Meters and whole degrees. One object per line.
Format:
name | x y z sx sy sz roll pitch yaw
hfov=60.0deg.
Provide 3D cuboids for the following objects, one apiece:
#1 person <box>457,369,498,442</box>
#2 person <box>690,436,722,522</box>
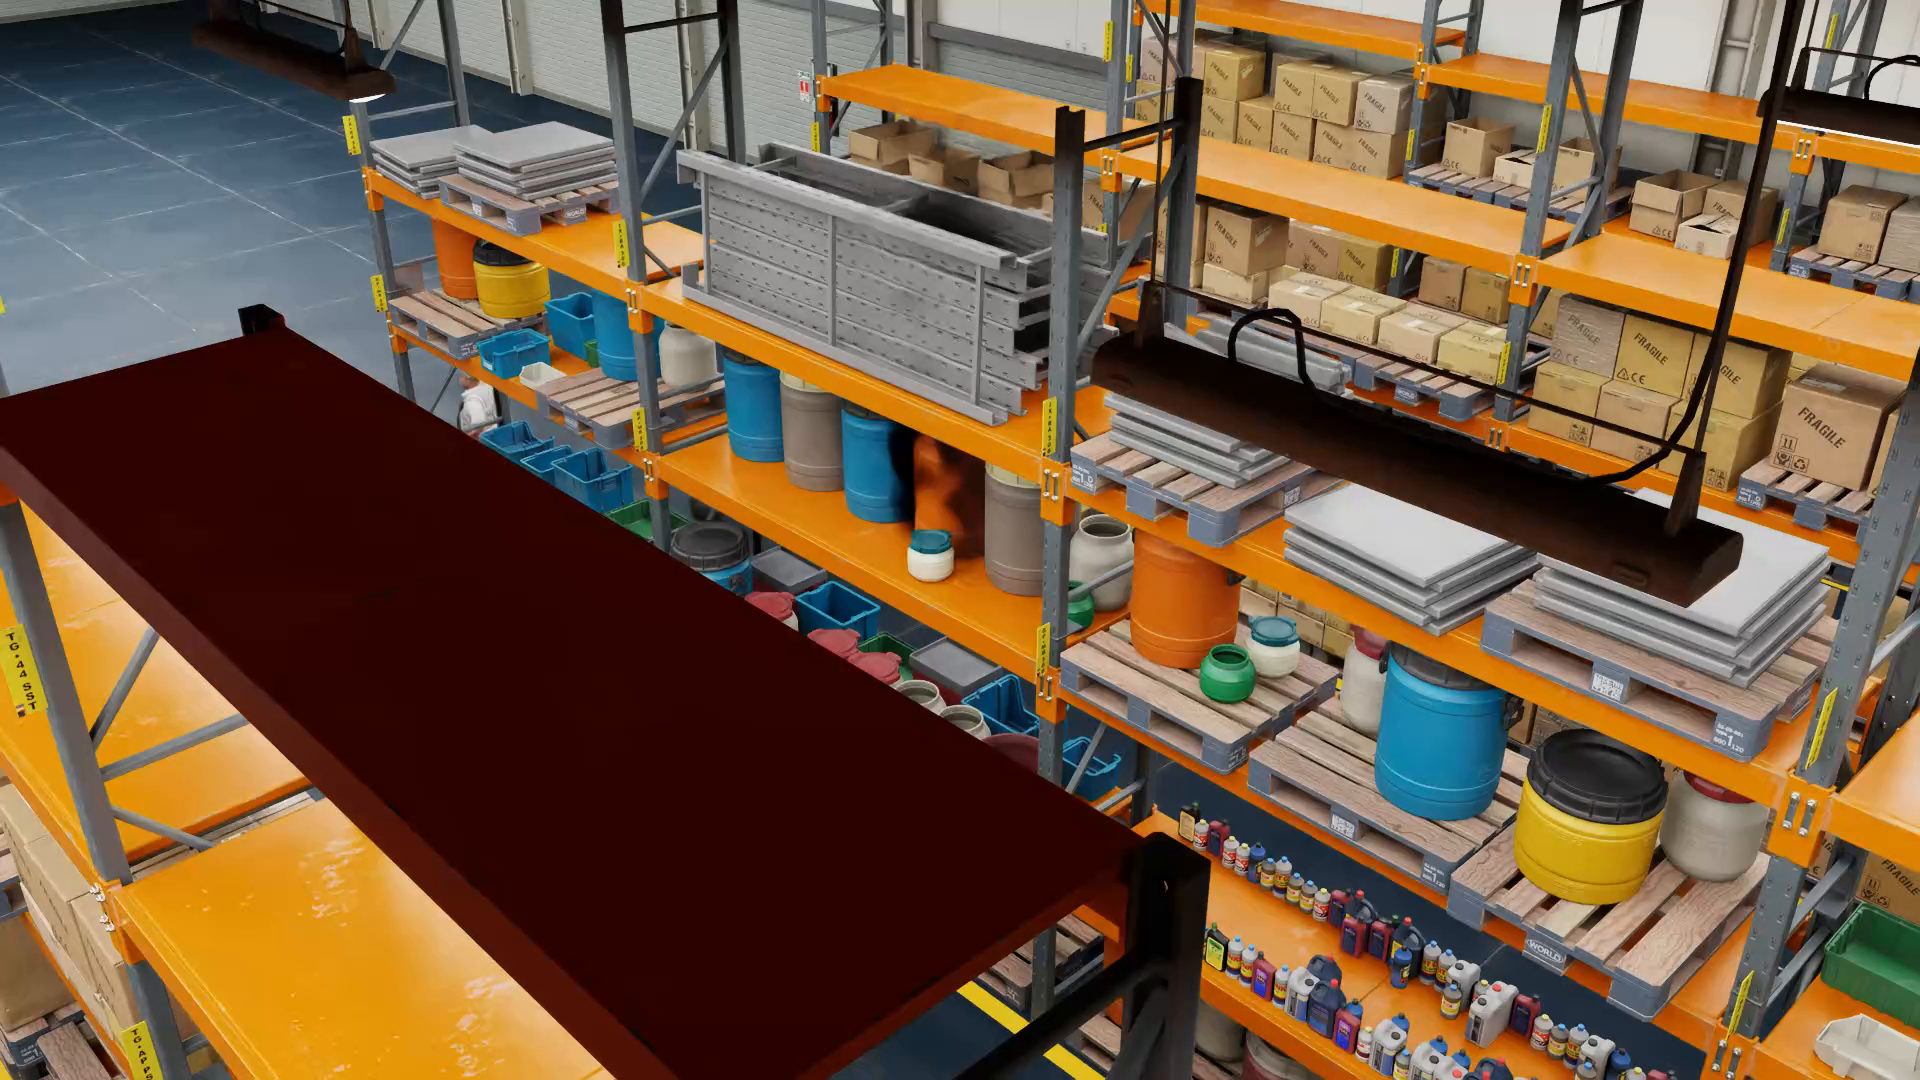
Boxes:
person | -4.805 -1.034 16.979 0.573 1.739 0.681 1 28 3
person | -2.371 -0.345 15.772 0.596 1.662 0.818 -23 36 -36
